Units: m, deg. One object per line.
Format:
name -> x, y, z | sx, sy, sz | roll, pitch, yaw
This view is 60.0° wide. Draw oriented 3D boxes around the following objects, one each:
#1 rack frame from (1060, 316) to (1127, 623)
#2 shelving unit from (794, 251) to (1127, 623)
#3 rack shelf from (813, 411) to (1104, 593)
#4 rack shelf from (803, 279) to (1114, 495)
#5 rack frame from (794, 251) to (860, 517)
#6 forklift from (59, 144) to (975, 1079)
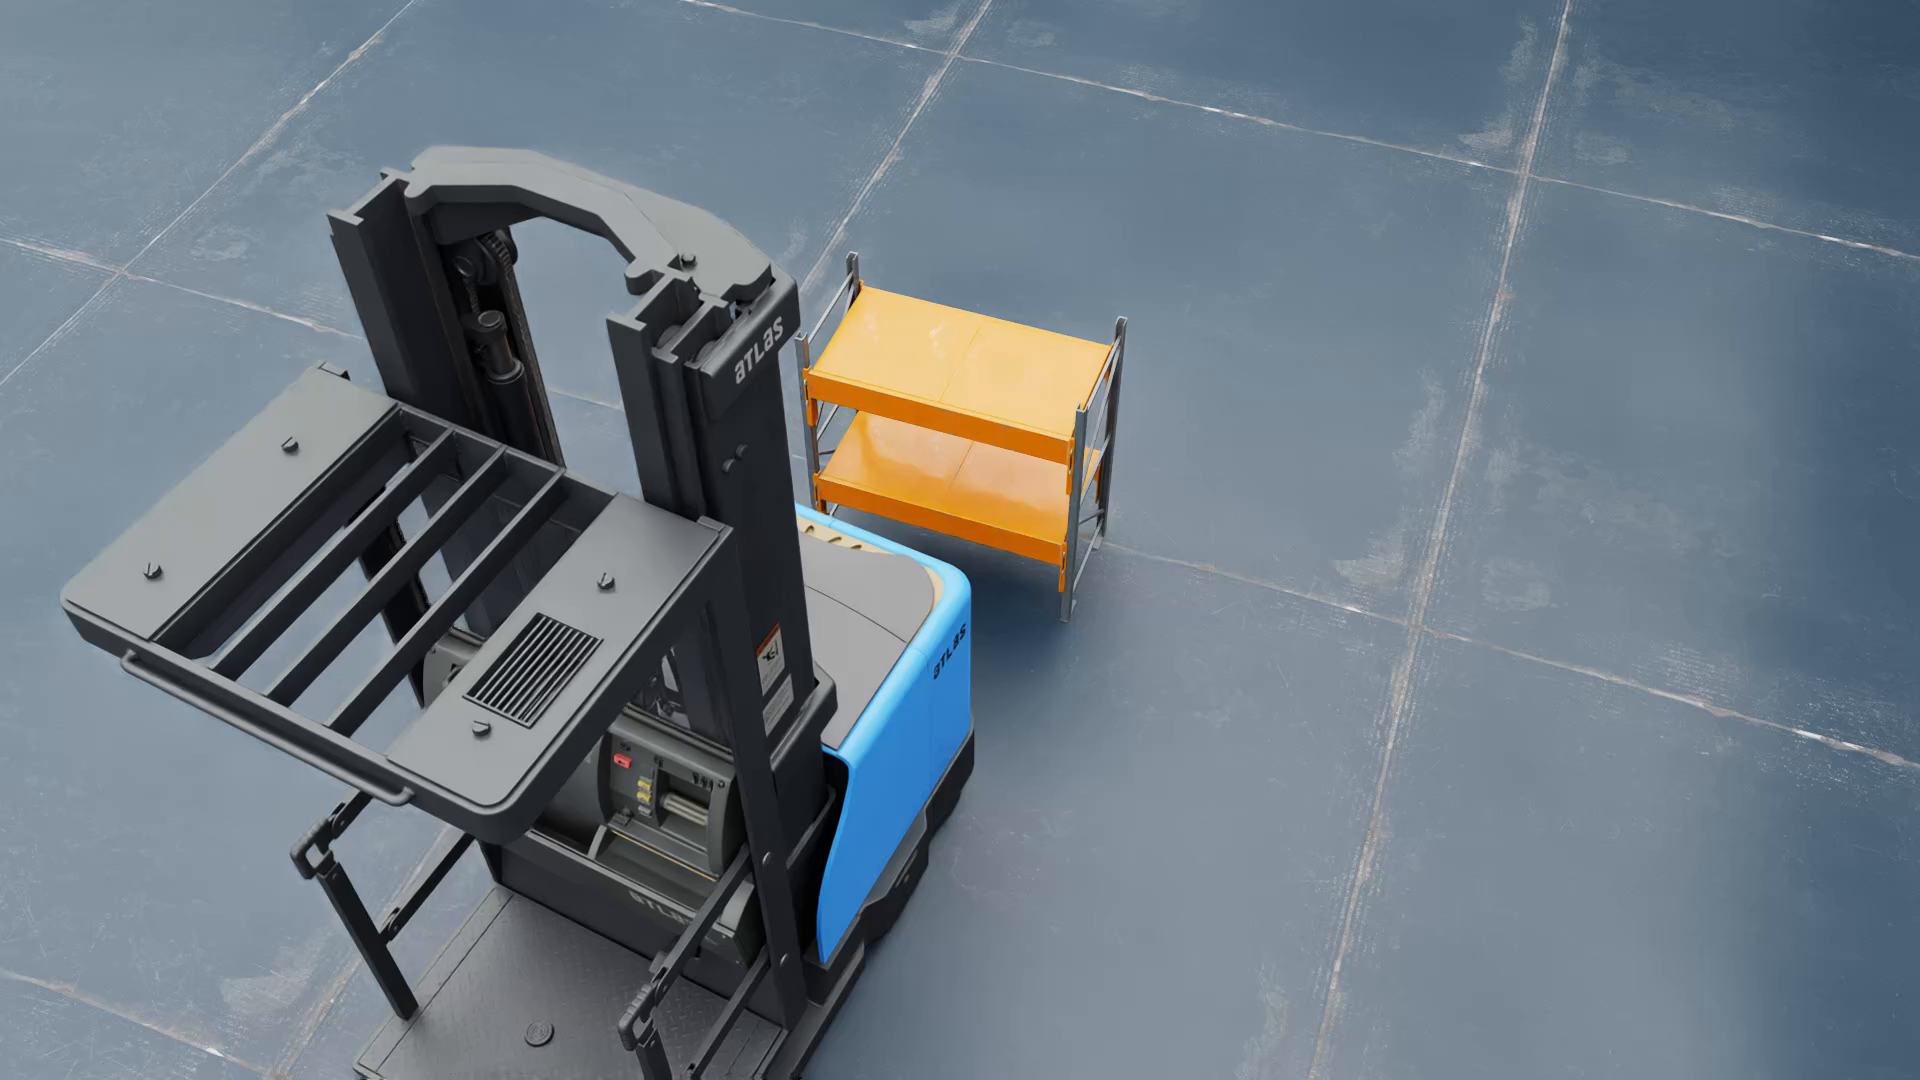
rack frame -> 0.483, -0.234, 6.075 | 0.032, 1.125, 0.500 | 16, 51, 13
shelving unit -> 0.006, -0.367, 6.190 | 1.048, 1.125, 0.538 | 16, 51, 13
rack shelf -> 0.006, -0.206, 6.375 | 1.000, 0.278, 0.538 | 16, 51, 13
rack shelf -> 0.006, -0.558, 5.969 | 1.000, 0.278, 0.538 | 16, 51, 13
rack frame -> -0.471, -0.500, 6.305 | 0.032, 1.125, 0.500 | 16, 51, 13
forklift -> -1.076, 0.666, 4.100 | 1.130, 2.935, 3.031 | 21, 52, 18
